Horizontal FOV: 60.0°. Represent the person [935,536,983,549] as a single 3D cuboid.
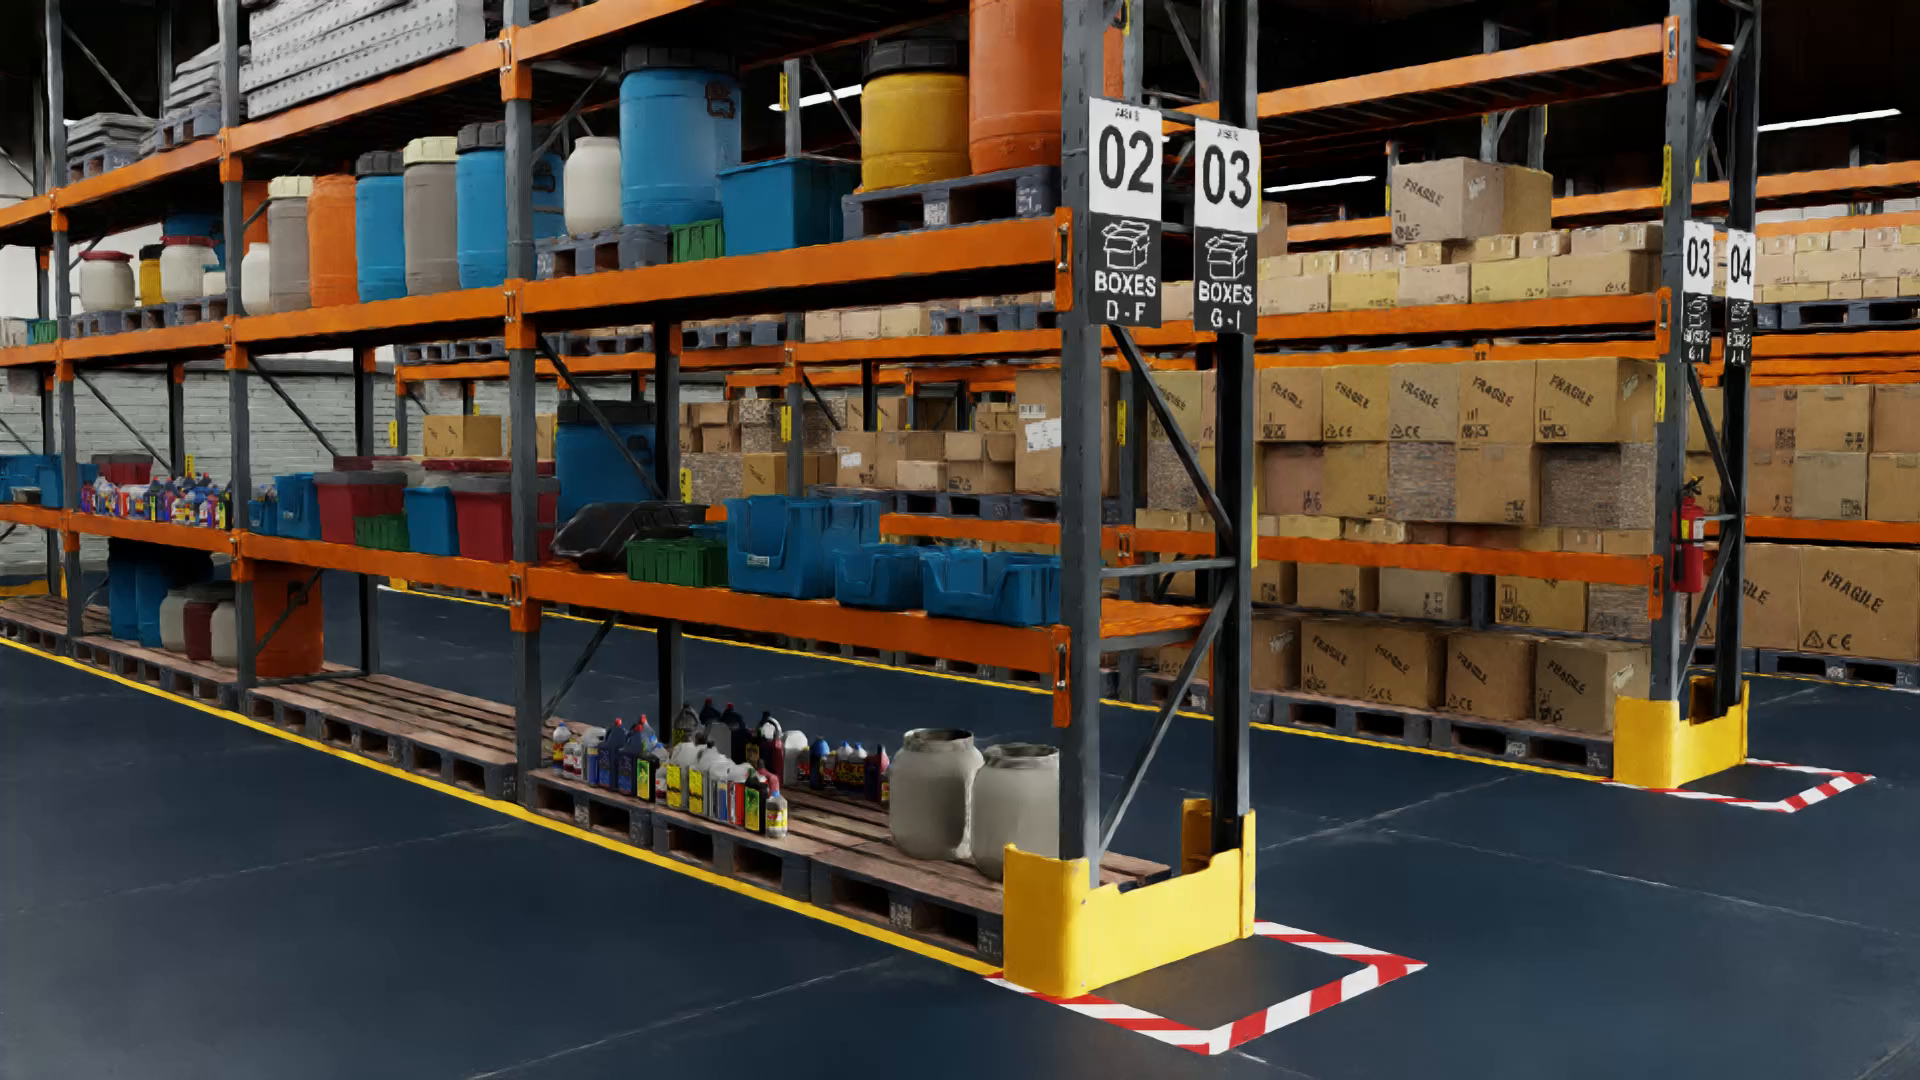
[{"bbox_3d":[-0.025,-0.100,18.214,0.680,1.787,0.457,3,5,37],"label":"person"}]
